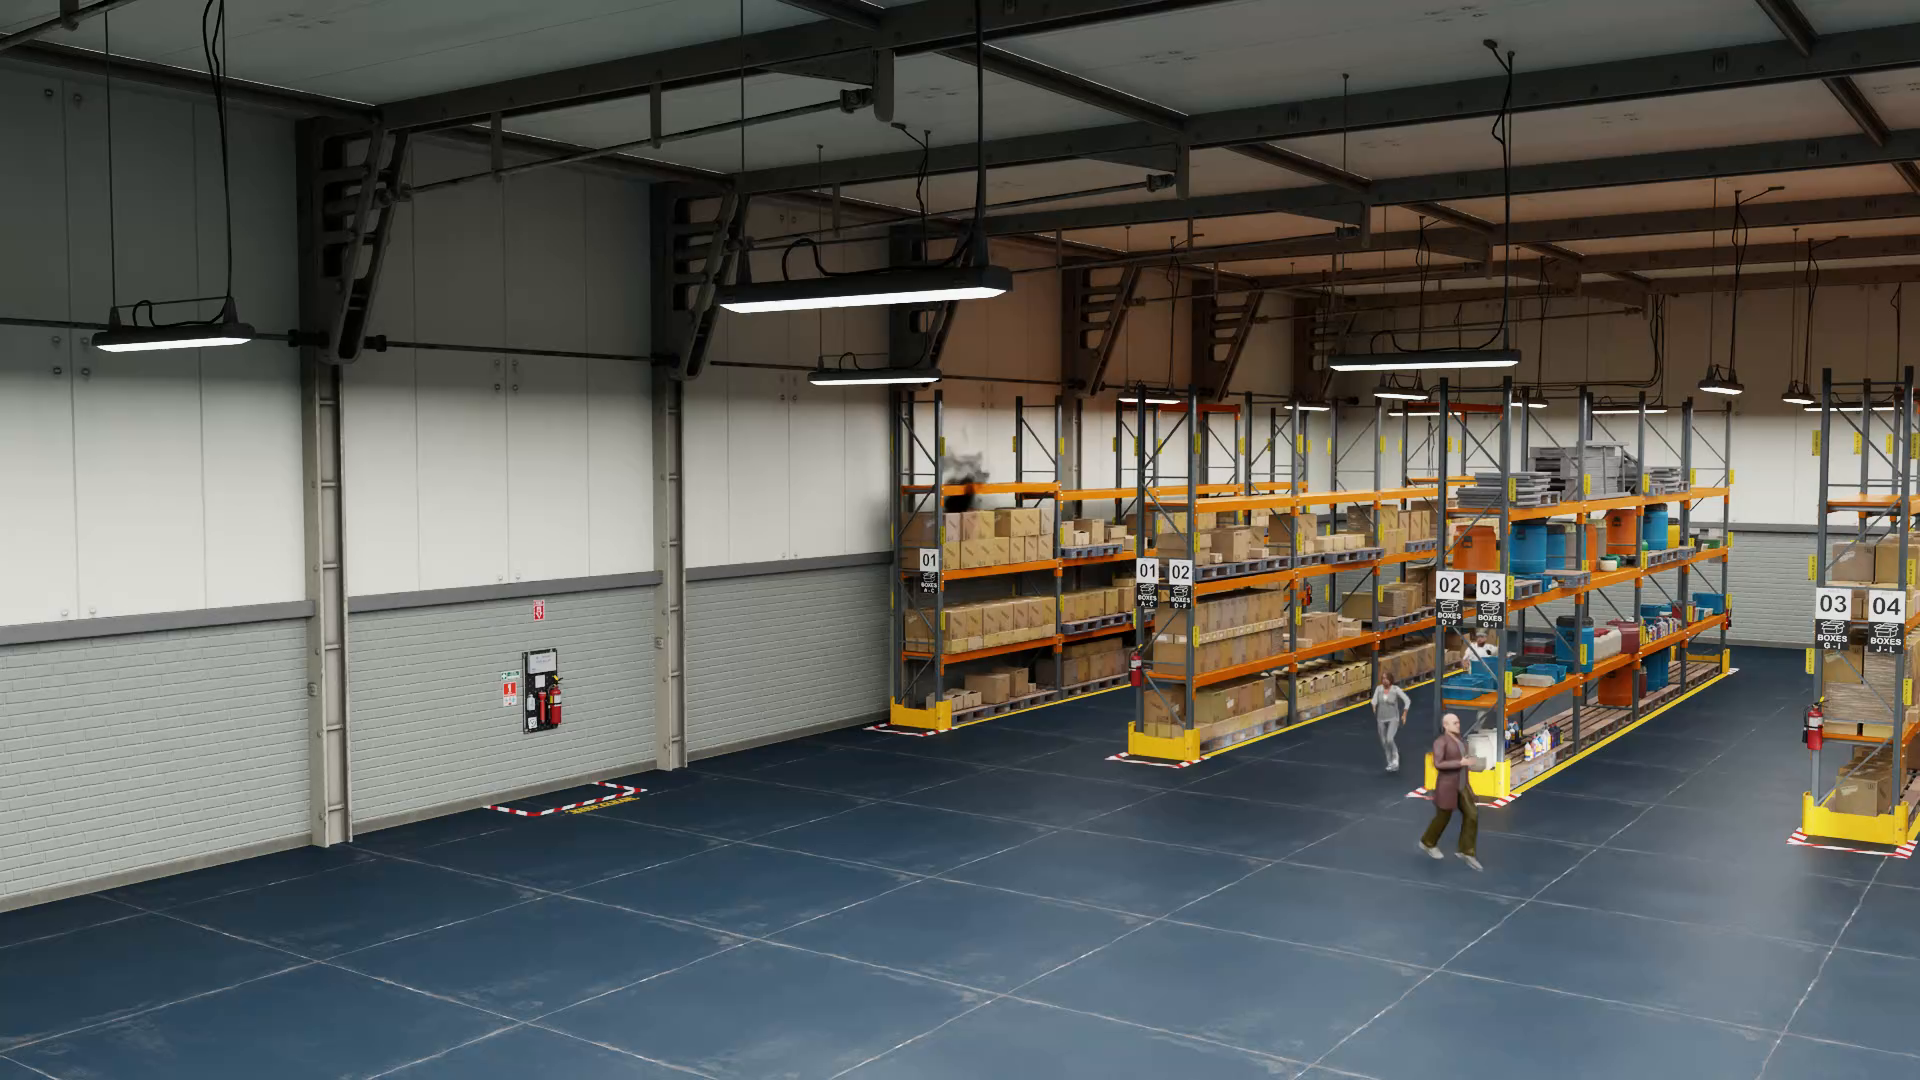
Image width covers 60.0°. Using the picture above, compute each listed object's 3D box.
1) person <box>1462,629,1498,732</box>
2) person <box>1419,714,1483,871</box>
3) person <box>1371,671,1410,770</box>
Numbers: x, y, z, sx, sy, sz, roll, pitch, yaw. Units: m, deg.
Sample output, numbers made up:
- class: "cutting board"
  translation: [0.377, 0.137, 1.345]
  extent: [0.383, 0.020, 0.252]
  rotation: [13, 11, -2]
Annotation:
- class: "person"
  translation: [9.230, 2.454, 29.469]
  extent: [0.664, 1.780, 0.954]
  rotation: [2, 4, 30]
- class: "person"
  translation: [5.858, 2.983, 19.853]
  extent: [0.685, 1.831, 0.831]
  rotation: [-2, 4, -33]
- class: "person"
  translation: [6.563, 2.786, 25.486]
  extent: [0.559, 1.543, 0.648]
  rotation: [2, 4, 34]
